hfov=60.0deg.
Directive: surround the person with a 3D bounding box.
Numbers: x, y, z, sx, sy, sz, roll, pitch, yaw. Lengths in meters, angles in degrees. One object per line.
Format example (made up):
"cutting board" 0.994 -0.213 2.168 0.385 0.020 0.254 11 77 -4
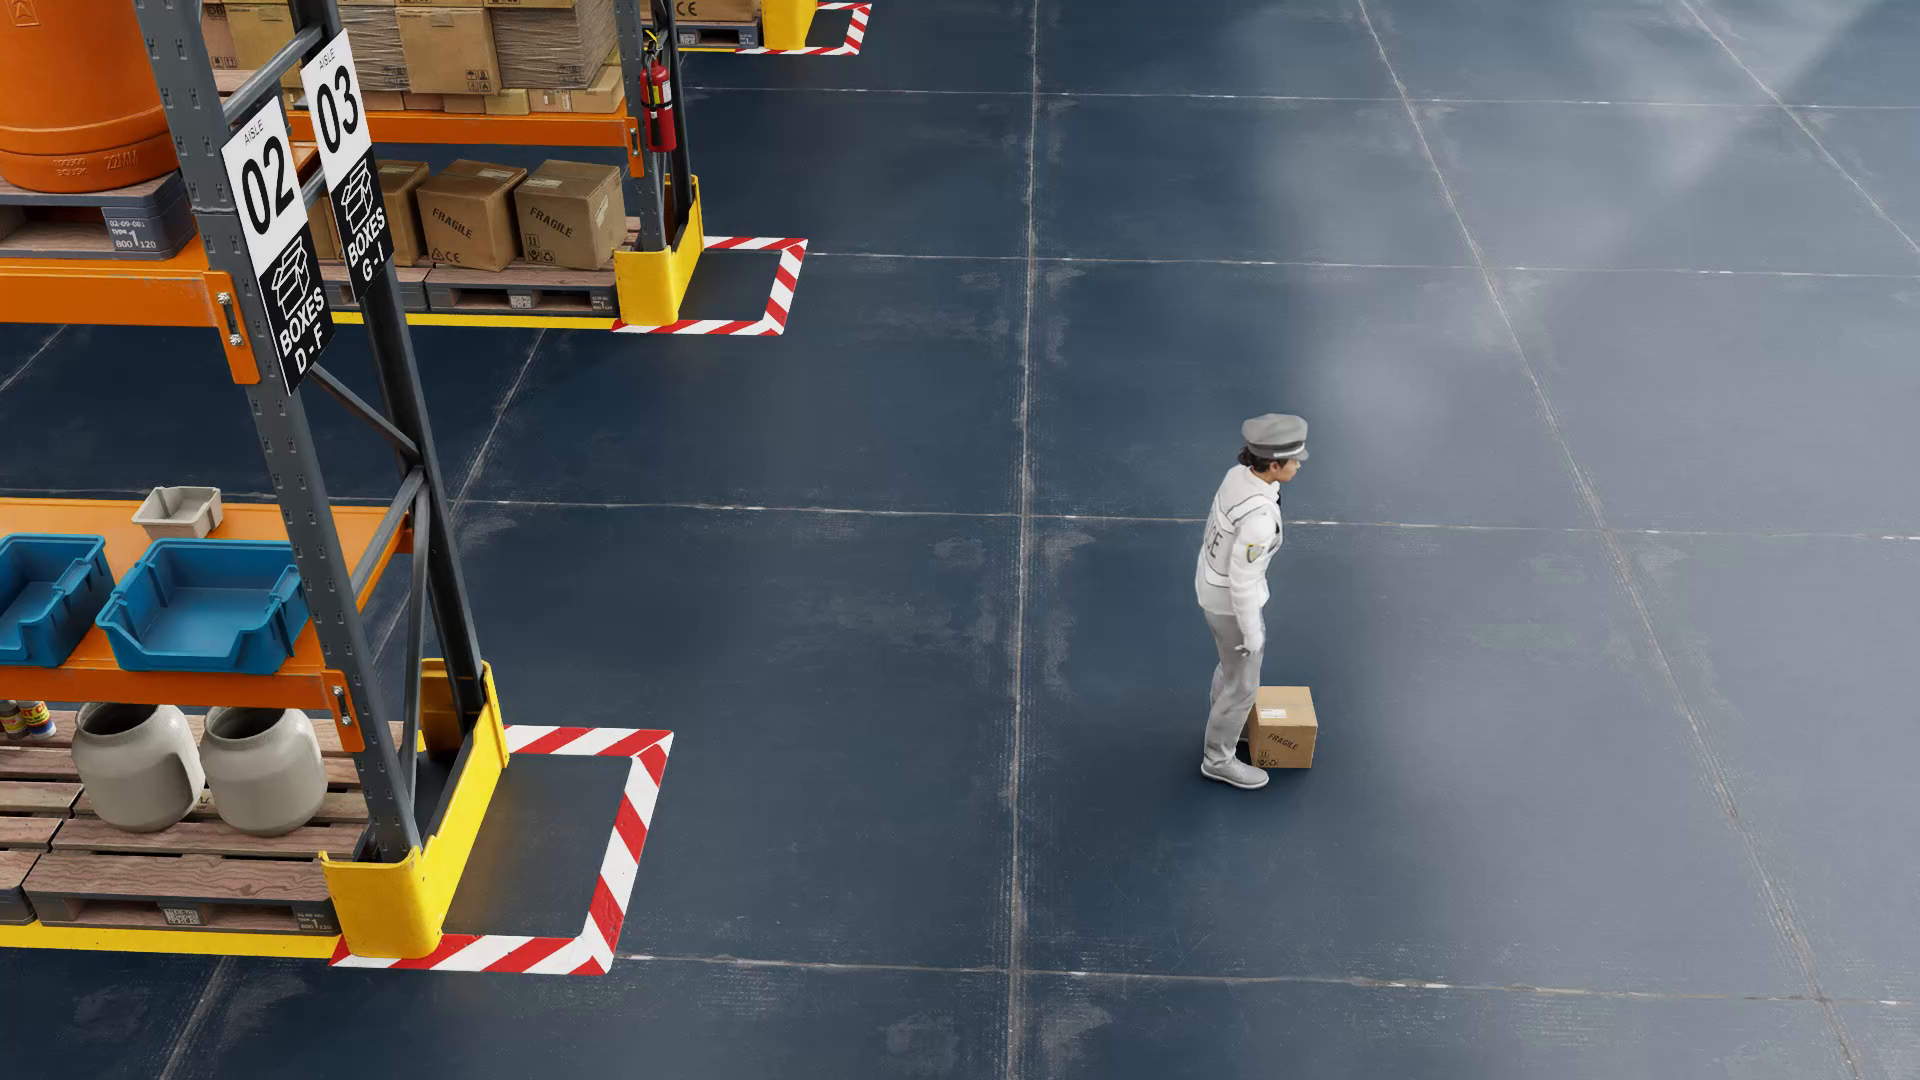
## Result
"person" 1.164 0.242 6.778 0.407 1.663 0.524 1 36 2
